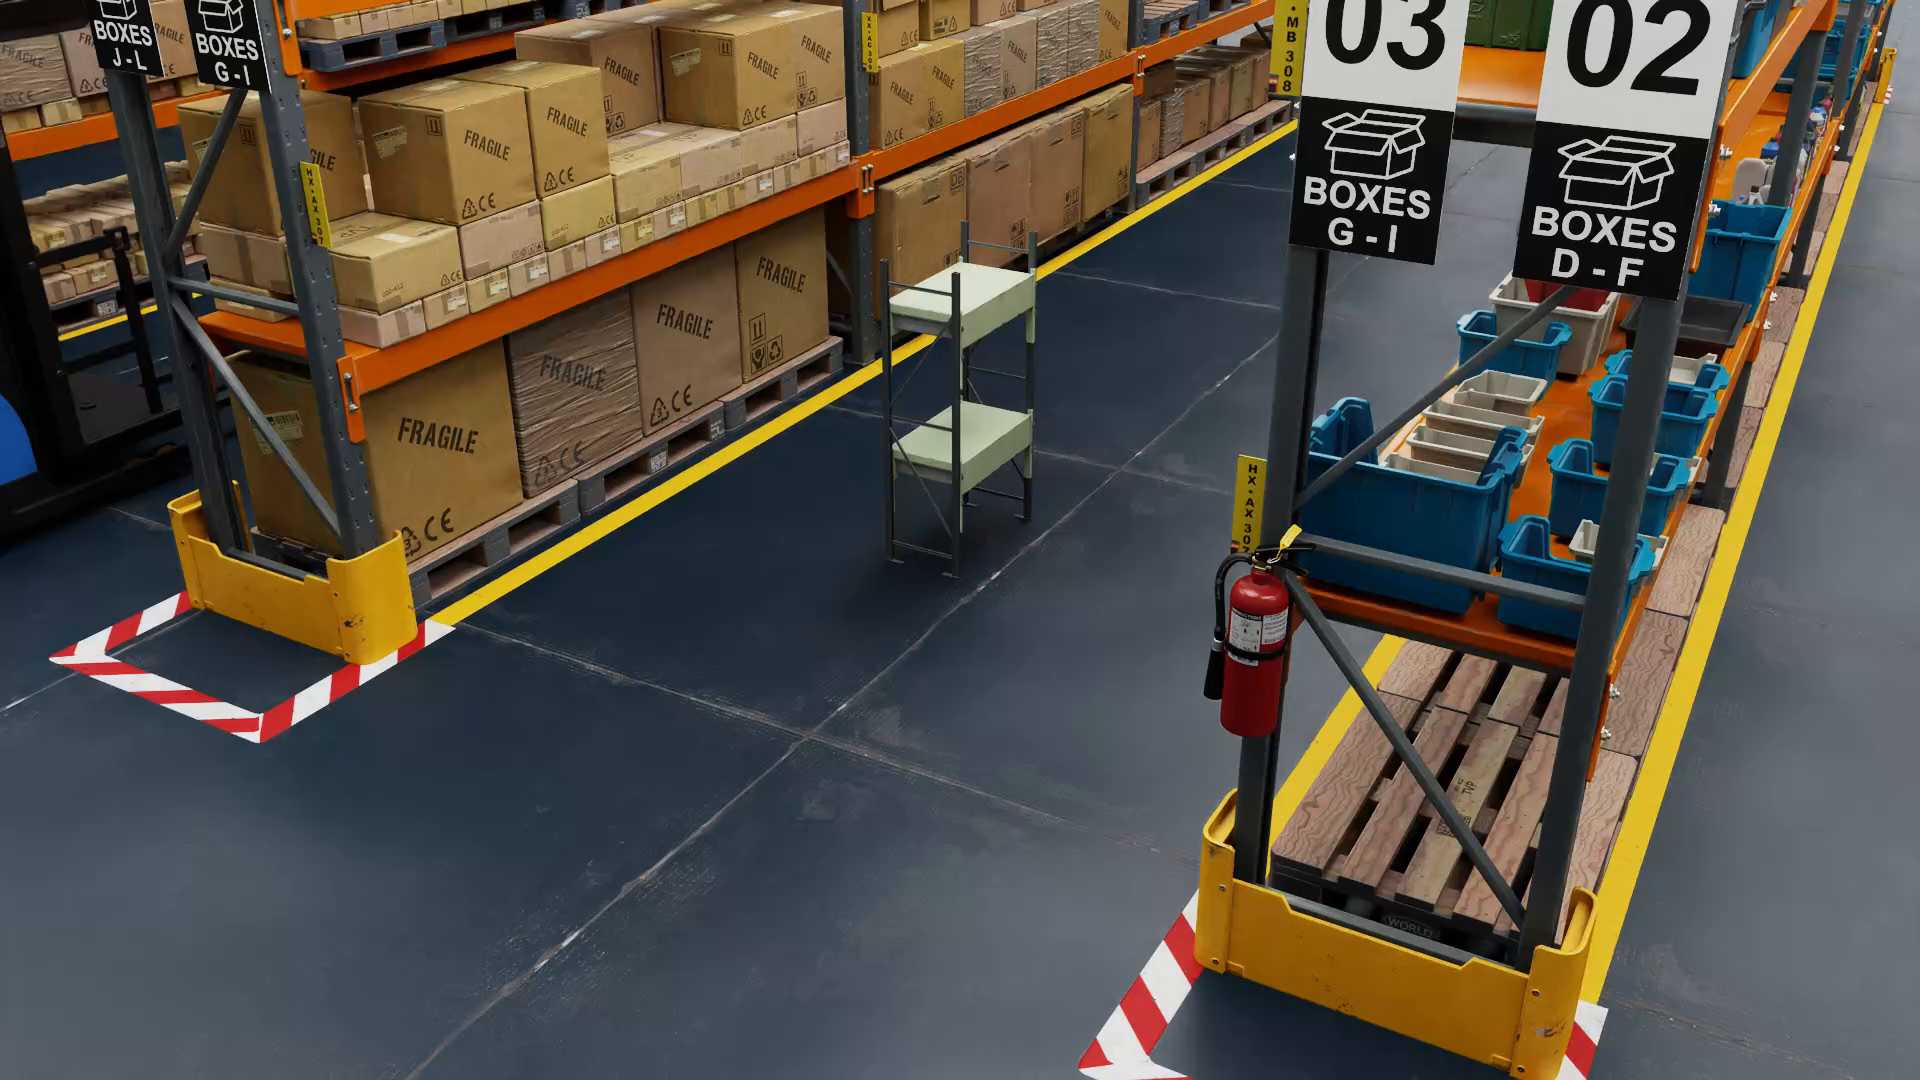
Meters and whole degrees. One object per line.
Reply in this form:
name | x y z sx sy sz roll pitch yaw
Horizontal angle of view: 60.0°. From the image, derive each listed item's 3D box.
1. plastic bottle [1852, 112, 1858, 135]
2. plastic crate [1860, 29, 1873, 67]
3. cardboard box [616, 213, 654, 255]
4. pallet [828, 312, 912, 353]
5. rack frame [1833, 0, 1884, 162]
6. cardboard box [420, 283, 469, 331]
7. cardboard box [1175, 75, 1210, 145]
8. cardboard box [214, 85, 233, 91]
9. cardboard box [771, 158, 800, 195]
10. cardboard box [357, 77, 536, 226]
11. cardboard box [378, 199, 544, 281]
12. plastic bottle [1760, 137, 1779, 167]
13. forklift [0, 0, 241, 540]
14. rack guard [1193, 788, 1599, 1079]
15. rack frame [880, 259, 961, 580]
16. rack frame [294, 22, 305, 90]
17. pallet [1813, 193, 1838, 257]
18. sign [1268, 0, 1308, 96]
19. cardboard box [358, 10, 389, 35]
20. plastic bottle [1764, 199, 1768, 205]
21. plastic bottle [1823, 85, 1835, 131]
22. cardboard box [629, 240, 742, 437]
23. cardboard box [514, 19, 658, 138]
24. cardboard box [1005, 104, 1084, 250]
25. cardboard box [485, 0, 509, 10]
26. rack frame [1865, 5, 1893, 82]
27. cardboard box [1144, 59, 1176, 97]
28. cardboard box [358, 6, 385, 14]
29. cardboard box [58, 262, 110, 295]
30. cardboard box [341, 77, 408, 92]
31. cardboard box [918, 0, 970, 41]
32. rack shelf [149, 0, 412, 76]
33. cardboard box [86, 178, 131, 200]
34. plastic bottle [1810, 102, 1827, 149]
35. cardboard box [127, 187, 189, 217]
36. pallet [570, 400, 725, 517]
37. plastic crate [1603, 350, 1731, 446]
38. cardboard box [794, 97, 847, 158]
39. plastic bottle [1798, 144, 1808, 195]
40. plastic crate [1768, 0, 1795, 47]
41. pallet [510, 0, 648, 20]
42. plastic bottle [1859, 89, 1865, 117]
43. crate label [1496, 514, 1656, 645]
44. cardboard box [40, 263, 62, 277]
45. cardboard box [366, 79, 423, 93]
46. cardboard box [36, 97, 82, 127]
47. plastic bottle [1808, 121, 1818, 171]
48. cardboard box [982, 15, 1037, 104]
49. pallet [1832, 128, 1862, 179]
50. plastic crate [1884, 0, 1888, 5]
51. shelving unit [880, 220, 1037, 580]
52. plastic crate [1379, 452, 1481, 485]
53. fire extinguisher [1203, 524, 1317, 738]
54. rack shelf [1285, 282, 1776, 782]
plastic bottle | 8.005 -3.817 14.991 0.144 0.351 0.185 15 30 27
plastic crate | 6.635 -3.746 12.618 0.450 0.188 0.662 14 30 26
cardboard box | -1.752 -1.548 8.273 0.380 0.149 0.250 13 30 25
pallet | -0.687 -1.625 11.259 1.003 0.211 1.213 14 30 26
rack frame | 7.246 -4.581 14.051 1.000 3.000 0.127 14 30 26
cardboard box | -2.382 -1.049 7.275 0.380 0.149 0.250 14 30 25
cardboard box | 1.813 -3.899 14.989 0.700 0.500 0.500 17 31 30
cardboard box | -5.239 -3.286 11.744 0.380 0.149 0.250 13 30 25
cardboard box | -1.119 -2.050 9.276 0.380 0.149 0.250 14 30 25
cardboard box | -2.252 -1.719 7.331 0.500 0.500 0.500 13 30 25
cardboard box | -2.248 -1.393 7.517 0.500 0.250 0.500 14 30 25
plastic bottle | 4.491 -2.100 9.239 0.097 0.271 0.097 0 27 0
forklift | -4.806 -1.663 8.298 1.130 2.935 3.031 13 30 25
rack guard | 1.342 1.225 5.244 1.175 0.500 0.348 14 30 26
rack frame | -0.177 -0.531 7.635 0.400 1.500 0.023 14 30 26
rack frame | -5.270 -3.686 12.262 1.000 3.000 0.127 14 30 26
pallet | 6.295 -2.542 13.093 1.003 0.211 1.213 14 30 26
sign | 0.856 -1.314 4.290 0.100 0.325 0.005 14 30 26
cardboard box | -4.544 -3.923 12.547 0.380 0.149 0.250 15 30 27
plastic bottle | 4.017 -1.594 8.227 0.097 0.271 0.097 0 27 0
plastic bottle | 5.451 -2.719 10.460 0.061 0.283 0.133 14 30 26
cardboard box | -1.839 -1.201 9.204 0.875 0.875 0.875 14 30 26
cardboard box | -1.961 -2.431 8.753 0.500 0.500 0.500 13 29 25
cardboard box | 0.163 -2.741 12.278 1.225 0.875 0.875 14 30 26
cardboard box | -3.911 -4.421 13.542 0.380 0.149 0.250 13 29 24
rack frame | 9.214 -6.140 17.165 1.000 3.000 0.127 14 30 26
cardboard box | 1.522 -4.004 14.361 0.500 0.250 0.500 18 32 32
cardboard box | -4.550 -4.048 12.465 0.380 0.149 0.250 14 30 25
cardboard box | -5.952 -1.779 11.169 0.380 0.149 0.250 14 30 26
cardboard box | -4.859 -3.634 13.645 0.500 0.250 0.500 16 31 28
cardboard box | -0.347 -3.563 10.785 0.797 0.503 0.637 15 30 27
rack shelf | -1.985 -2.794 7.934 1.077 0.370 4.000 14 30 26
cardboard box | -5.997 -2.466 11.876 0.380 0.149 0.250 13 30 25
plastic bottle | 5.169 -2.506 10.050 0.097 0.271 0.097 0 27 0
cardboard box | -5.621 -2.378 11.700 0.380 0.149 0.250 15 30 28
pallet | -2.043 -0.551 9.115 1.003 0.211 1.213 14 30 26
plastic crate | 2.546 -0.510 6.039 0.416 0.233 0.300 14 30 26
cardboard box | -0.990 -2.390 9.509 0.500 0.250 0.500 14 30 25
plastic bottle | 4.569 -2.031 9.100 0.097 0.271 0.097 0 27 0
plastic crate | 2.334 -1.753 5.119 0.504 0.338 0.767 14 30 26
pallet | -3.560 -4.858 14.817 1.213 0.211 1.003 14 30 26
plastic bottle | 8.476 -4.160 15.761 0.152 0.276 0.135 13 30 25
crate label | 1.751 0.120 4.780 0.416 0.233 0.303 14 30 26
cardboard box | -6.163 -1.845 10.968 0.380 0.149 0.250 16 31 29
cardboard box | -4.417 -3.529 13.434 0.500 0.250 0.500 15 30 27
cardboard box | -5.913 -2.785 10.744 0.380 0.149 0.250 15 30 27
plastic bottle | 4.889 -2.273 9.570 0.061 0.283 0.133 14 30 26
cardboard box | 0.185 -3.317 11.413 0.500 0.500 0.500 15 30 27
pallet | 7.613 -3.587 15.180 1.003 0.211 1.213 14 30 26
plastic crate | 8.160 -4.953 15.031 0.450 0.188 0.662 14 30 26
shelving unit | 0.003 -0.673 7.919 0.431 1.500 0.755 14 30 26
plastic crate | 1.587 -0.171 5.469 0.396 0.136 0.243 14 30 26
fire extinguisher | 0.873 0.255 4.892 0.296 0.674 0.183 14 30 26
rack shelf | 2.327 -0.362 6.427 1.077 0.370 4.000 14 30 26
